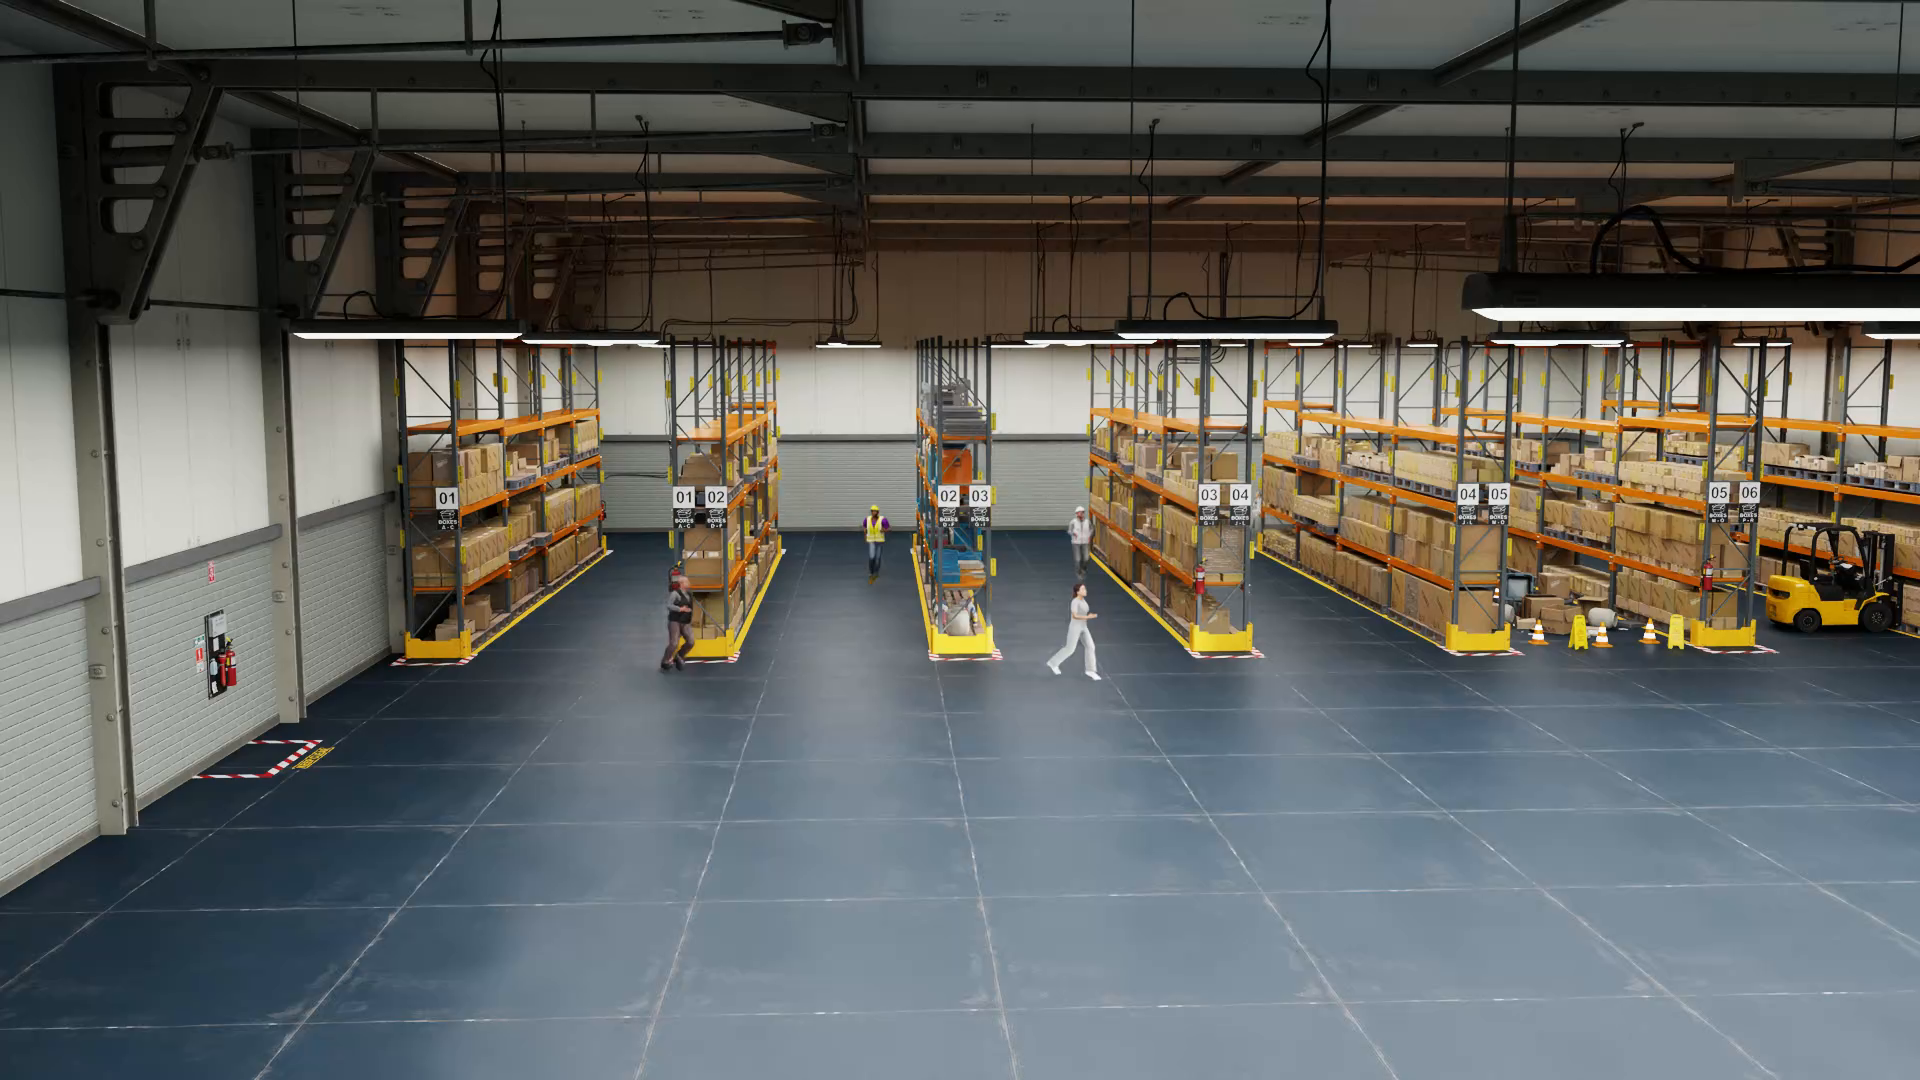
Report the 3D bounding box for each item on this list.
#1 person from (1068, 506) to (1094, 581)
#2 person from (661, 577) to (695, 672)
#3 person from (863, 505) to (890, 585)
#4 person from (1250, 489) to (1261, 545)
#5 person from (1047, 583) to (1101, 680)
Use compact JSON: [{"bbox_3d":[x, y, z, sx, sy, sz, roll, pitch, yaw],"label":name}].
[{"bbox_3d":[2.884,0.104,39.440,0.648,1.792,0.590,0,7,-4],"label":"person"},{"bbox_3d":[-4.978,1.510,29.883,0.658,1.703,0.664,5,8,40],"label":"person"},{"bbox_3d":[-1.989,0.115,39.467,0.660,1.889,0.733,0,6,-1],"label":"person"},{"bbox_3d":[8.751,-0.646,48.928,0.572,1.713,0.601,-1,7,-9],"label":"person"},{"bbox_3d":[2.023,1.588,29.138,0.955,1.696,0.576,4,7,29],"label":"person"}]
